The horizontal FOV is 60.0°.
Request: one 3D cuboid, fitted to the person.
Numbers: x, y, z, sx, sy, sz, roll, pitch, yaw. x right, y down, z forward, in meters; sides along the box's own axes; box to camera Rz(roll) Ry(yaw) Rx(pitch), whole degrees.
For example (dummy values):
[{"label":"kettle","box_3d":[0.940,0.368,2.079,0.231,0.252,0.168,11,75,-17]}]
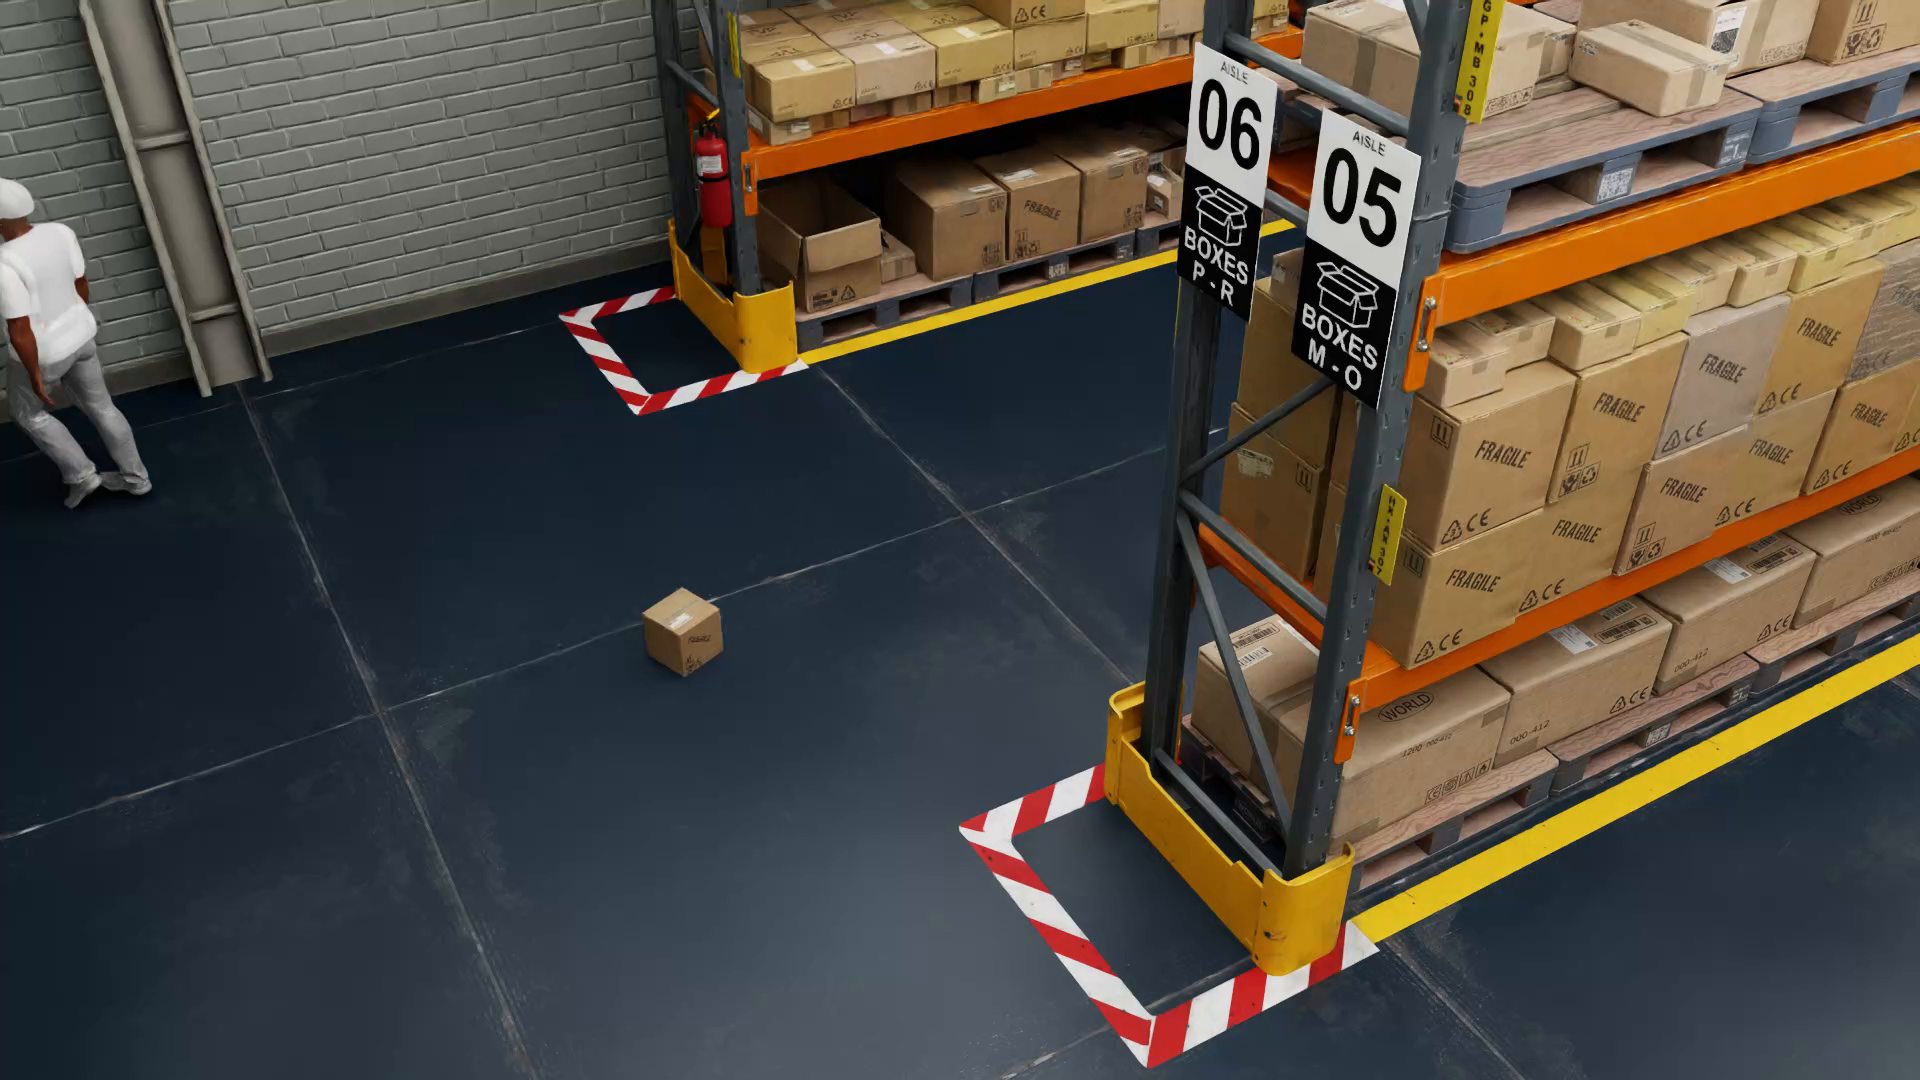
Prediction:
[{"label":"person","box_3d":[-4.458,-0.944,8.190,0.513,1.819,0.587,11,38,15]}]
